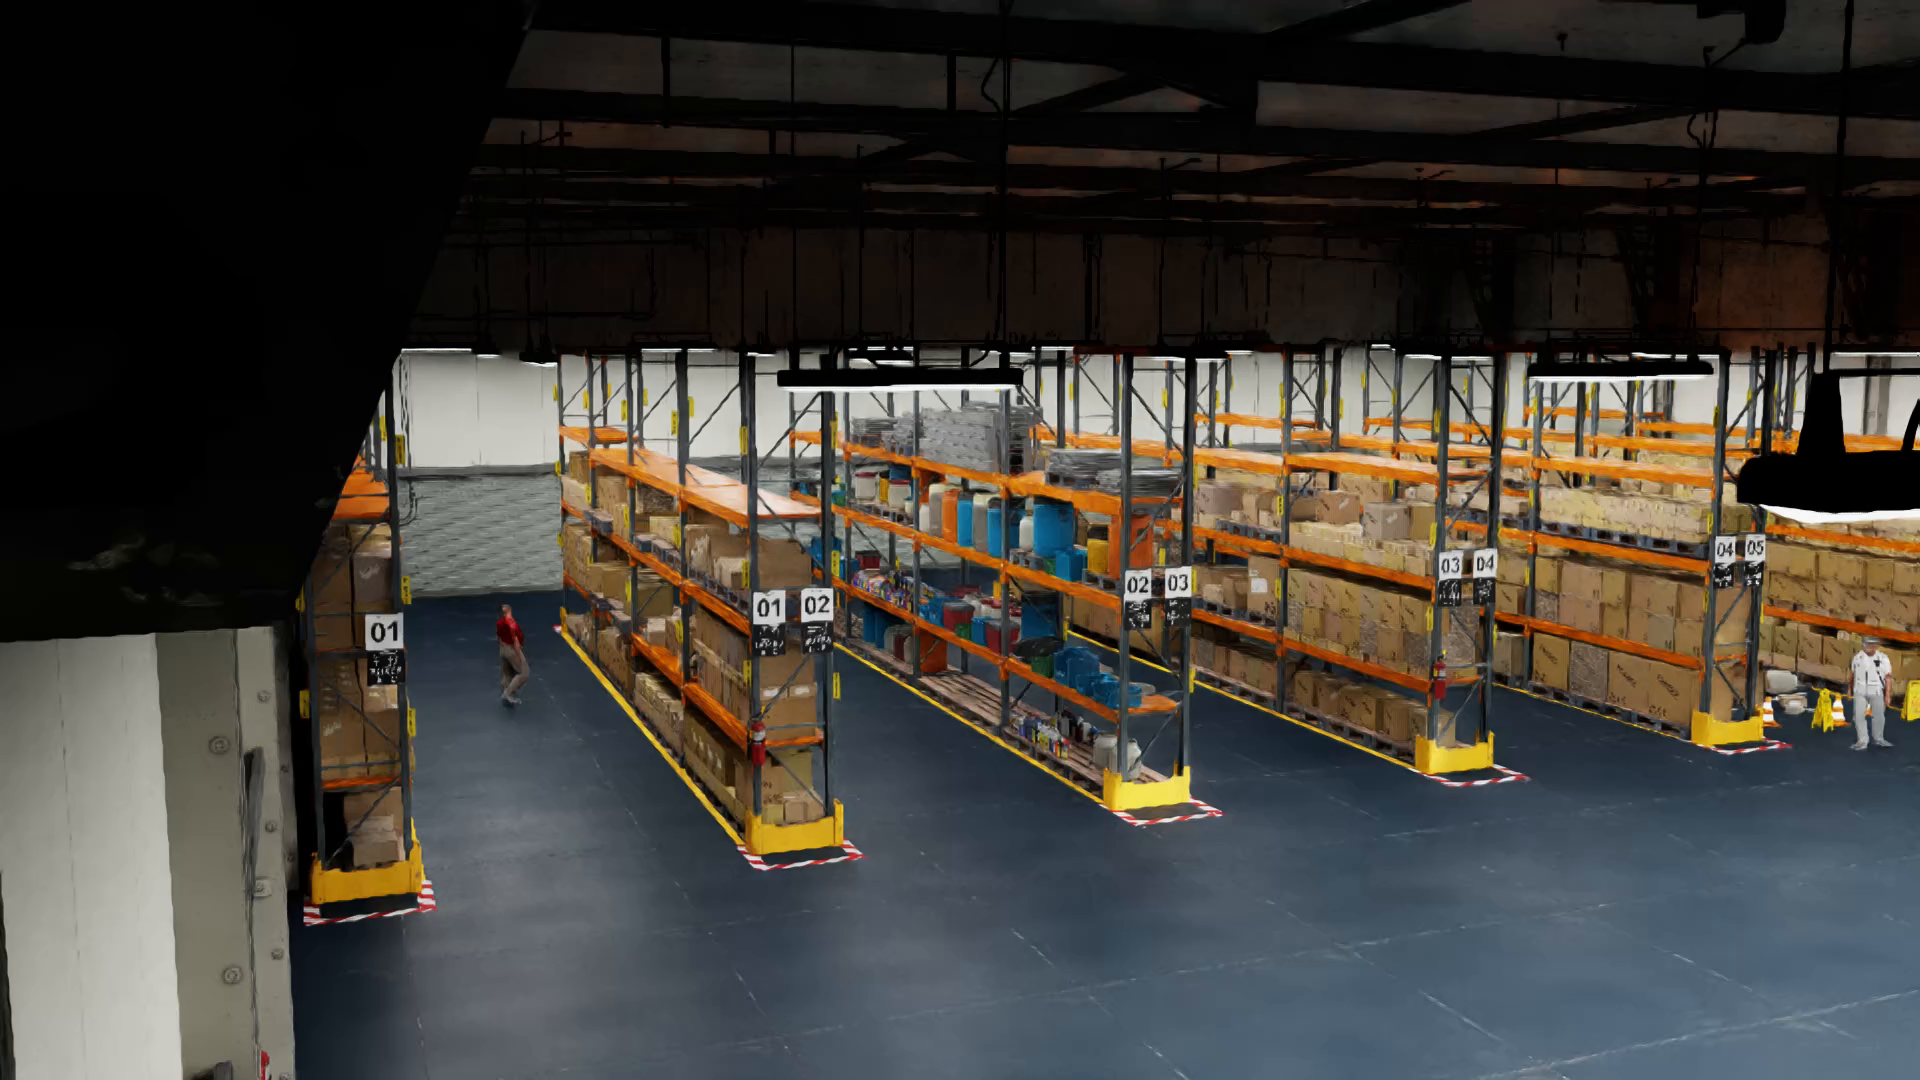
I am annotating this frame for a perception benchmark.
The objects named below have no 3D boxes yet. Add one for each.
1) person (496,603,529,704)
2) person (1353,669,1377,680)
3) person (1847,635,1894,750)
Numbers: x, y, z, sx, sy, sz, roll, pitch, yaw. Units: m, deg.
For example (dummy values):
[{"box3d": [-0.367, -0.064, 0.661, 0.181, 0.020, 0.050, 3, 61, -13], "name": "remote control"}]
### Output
[{"box3d": [-7.583, 1.925, 28.006, 0.578, 1.724, 0.460, 6, 10, 40], "name": "person"}, {"box3d": [7.348, 1.679, 30.109, 0.498, 1.662, 0.426, 6, 10, 40], "name": "person"}, {"box3d": [13.779, 2.287, 25.138, 0.656, 1.748, 0.569, 6, 9, 40], "name": "person"}]
